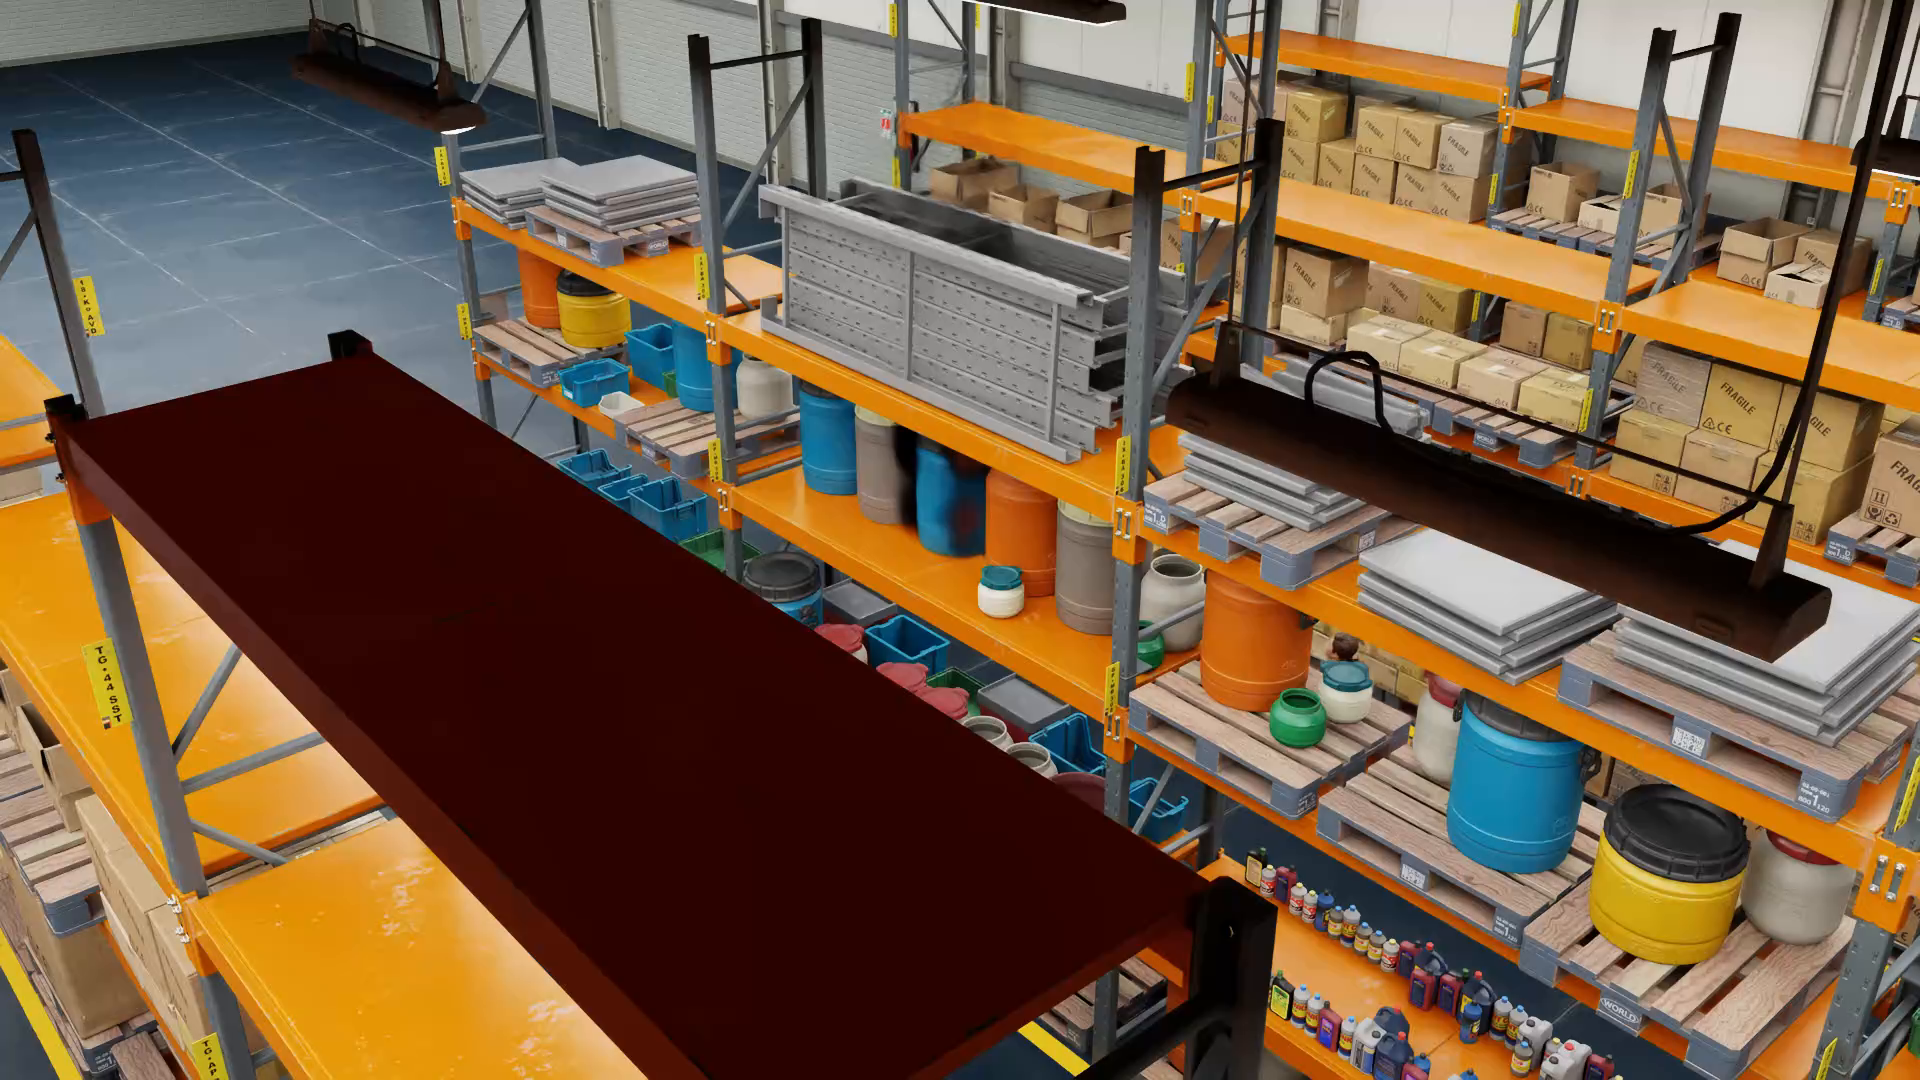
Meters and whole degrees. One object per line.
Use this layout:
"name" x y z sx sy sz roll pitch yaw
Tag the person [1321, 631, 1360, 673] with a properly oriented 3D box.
"person" 2.766 1.394 12.396 0.569 1.627 0.564 19 32 32
